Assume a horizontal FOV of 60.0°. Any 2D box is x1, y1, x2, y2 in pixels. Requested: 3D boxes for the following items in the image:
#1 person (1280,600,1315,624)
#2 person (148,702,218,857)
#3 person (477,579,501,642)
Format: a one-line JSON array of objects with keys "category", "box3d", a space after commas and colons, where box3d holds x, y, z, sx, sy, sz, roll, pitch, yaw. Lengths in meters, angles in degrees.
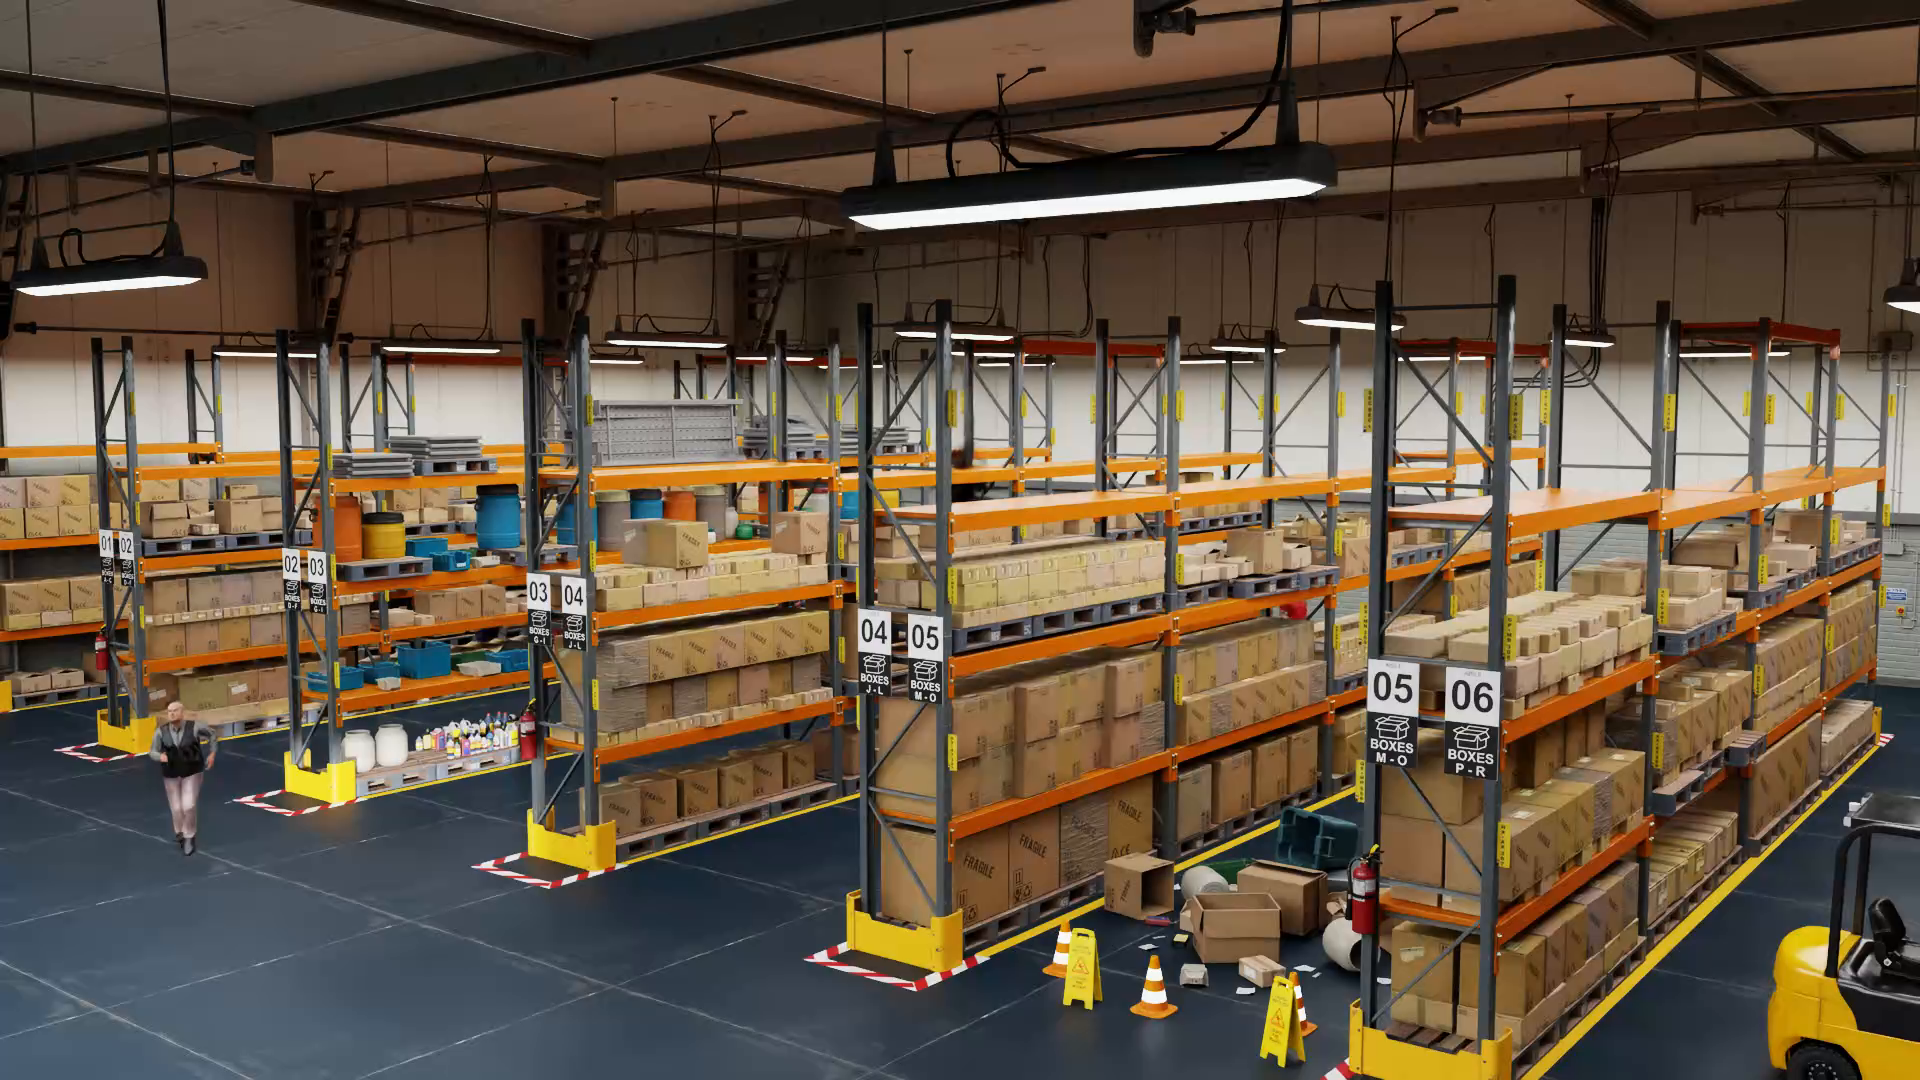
[{"category": "person", "box3d": [6.371, 1.625, 31.304, 0.717, 1.688, 0.537, -3, 6, -35]}, {"category": "person", "box3d": [-8.761, 2.677, 18.763, 0.662, 1.732, 0.871, -1, 5, -11]}, {"category": "person", "box3d": [-8.984, 1.554, 31.871, 0.599, 1.644, 0.858, 5, 7, 44]}]
